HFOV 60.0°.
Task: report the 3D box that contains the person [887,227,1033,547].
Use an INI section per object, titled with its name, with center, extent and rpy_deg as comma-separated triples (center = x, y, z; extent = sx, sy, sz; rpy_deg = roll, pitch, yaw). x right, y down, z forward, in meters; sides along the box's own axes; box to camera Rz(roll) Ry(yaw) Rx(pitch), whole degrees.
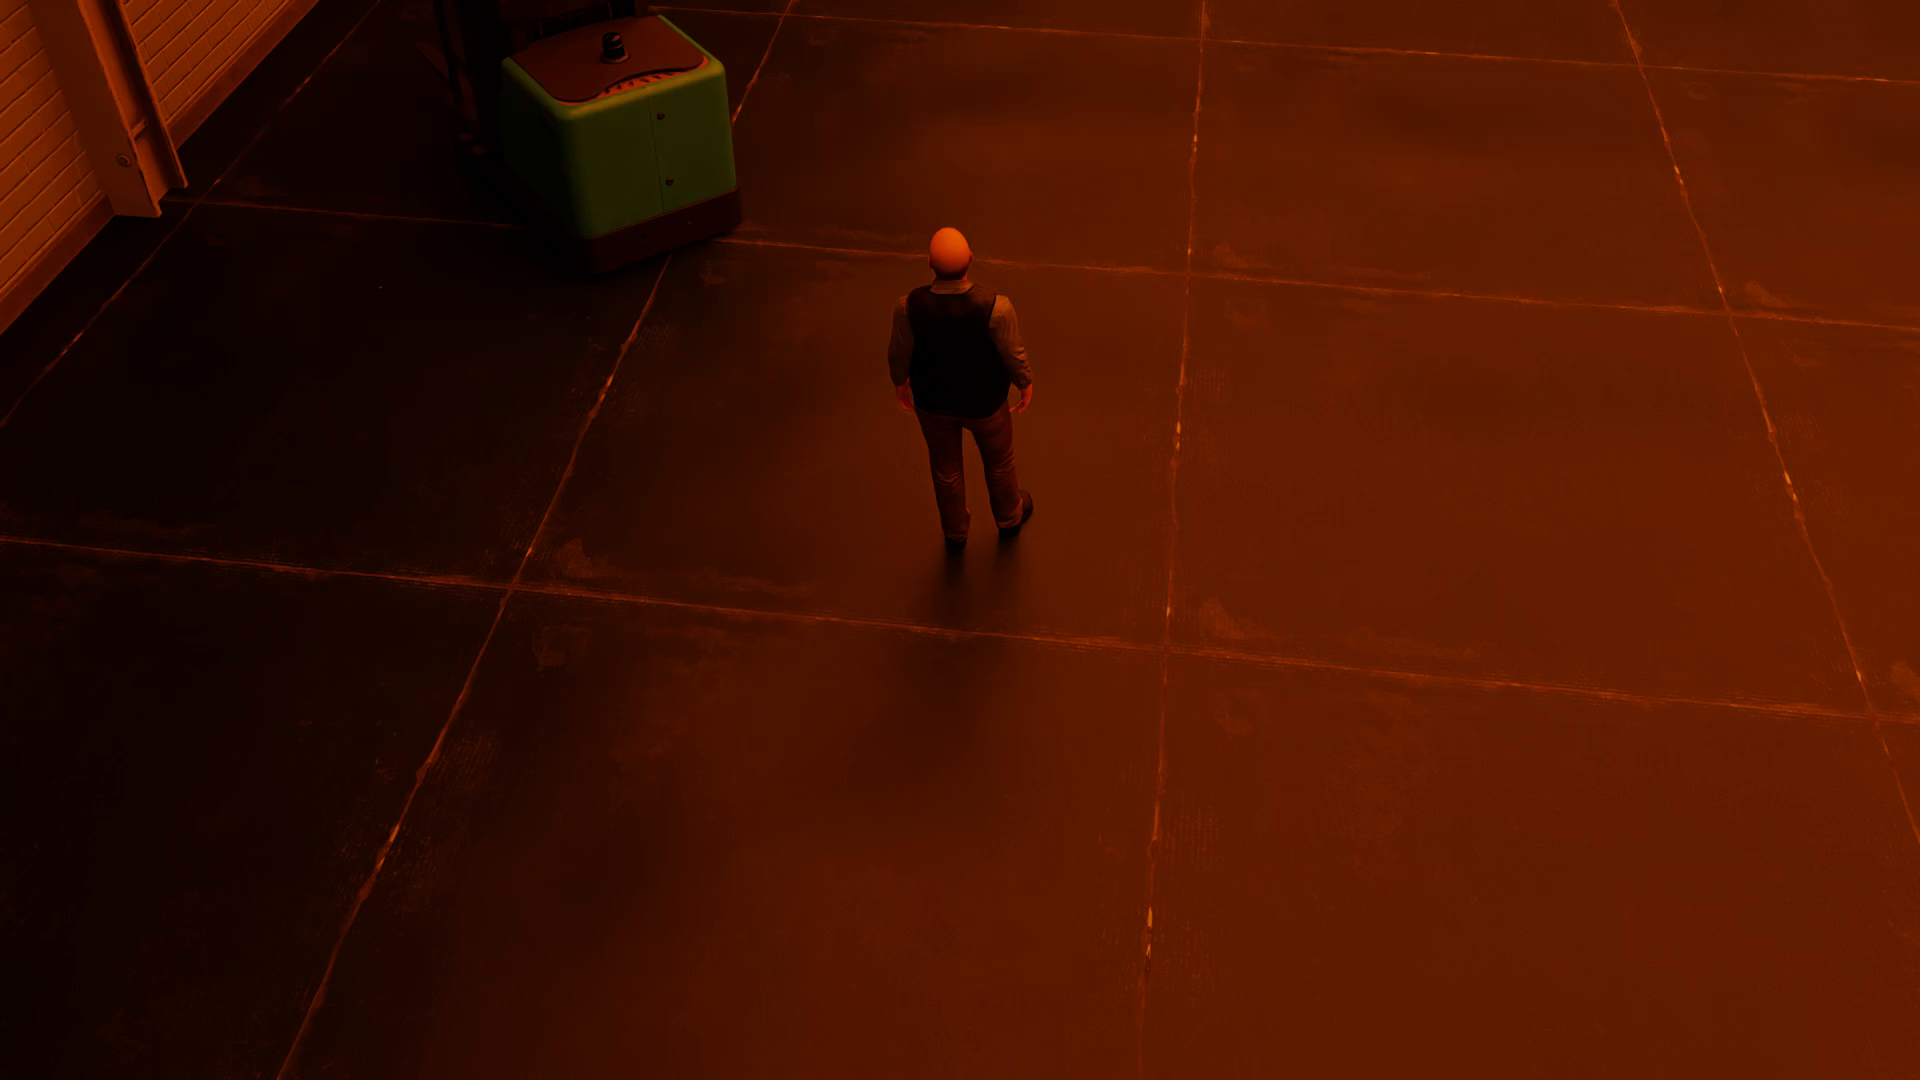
[person]
center = 0.016, -0.680, 7.348
extent = 0.632, 1.720, 0.568
rpy_deg = 5, 43, 6

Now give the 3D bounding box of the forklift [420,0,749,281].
[forklift]
center = -2.492, -3.503, 9.537
extent = 1.130, 2.935, 3.031
rpy_deg = -25, 48, -25
